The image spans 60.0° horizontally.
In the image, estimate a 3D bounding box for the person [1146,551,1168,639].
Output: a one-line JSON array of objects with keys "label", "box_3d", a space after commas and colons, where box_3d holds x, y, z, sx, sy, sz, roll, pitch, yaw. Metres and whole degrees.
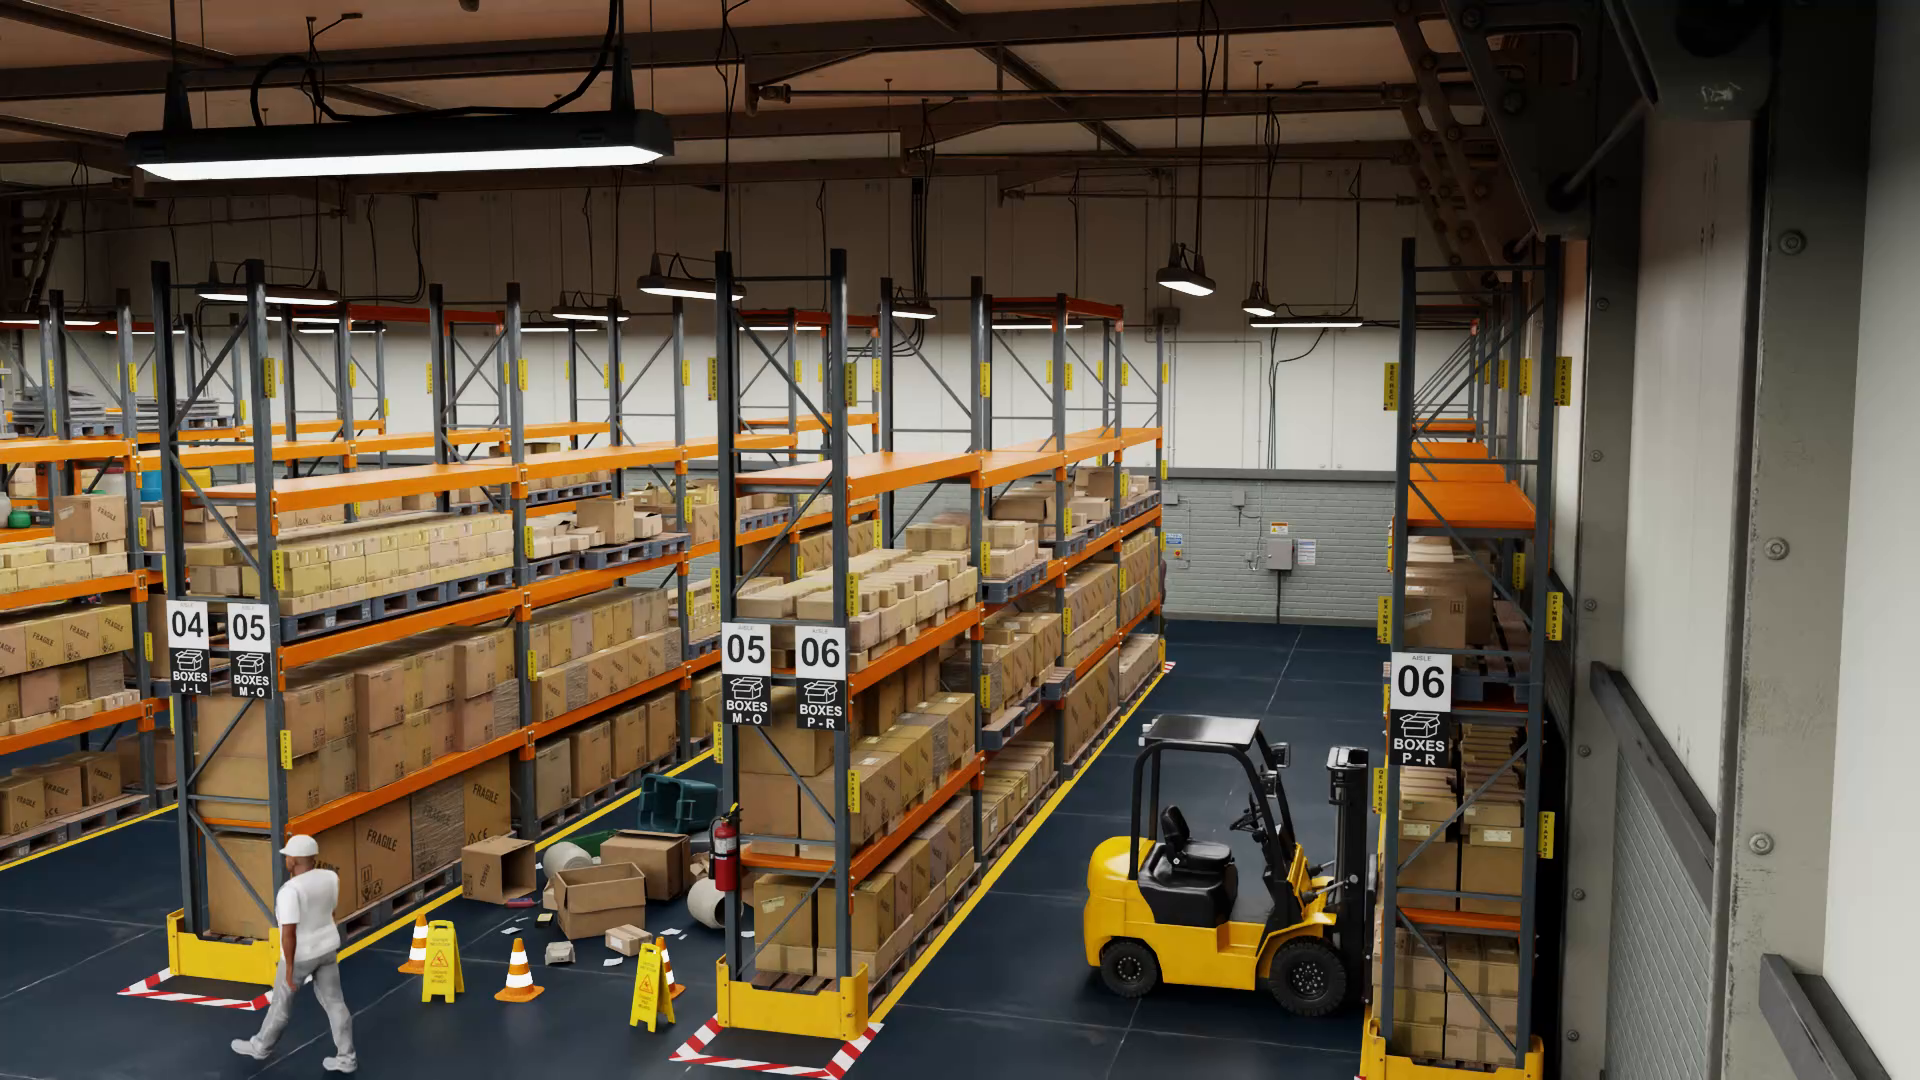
[{"label": "person", "box_3d": [3.668, 0.986, 31.155, 0.521, 1.800, 0.609, 0, 6, -4]}]

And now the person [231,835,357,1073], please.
[{"label": "person", "box_3d": [-4.840, 2.997, 12.201, 1.020, 1.709, 0.576, 4, 7, 31]}]
